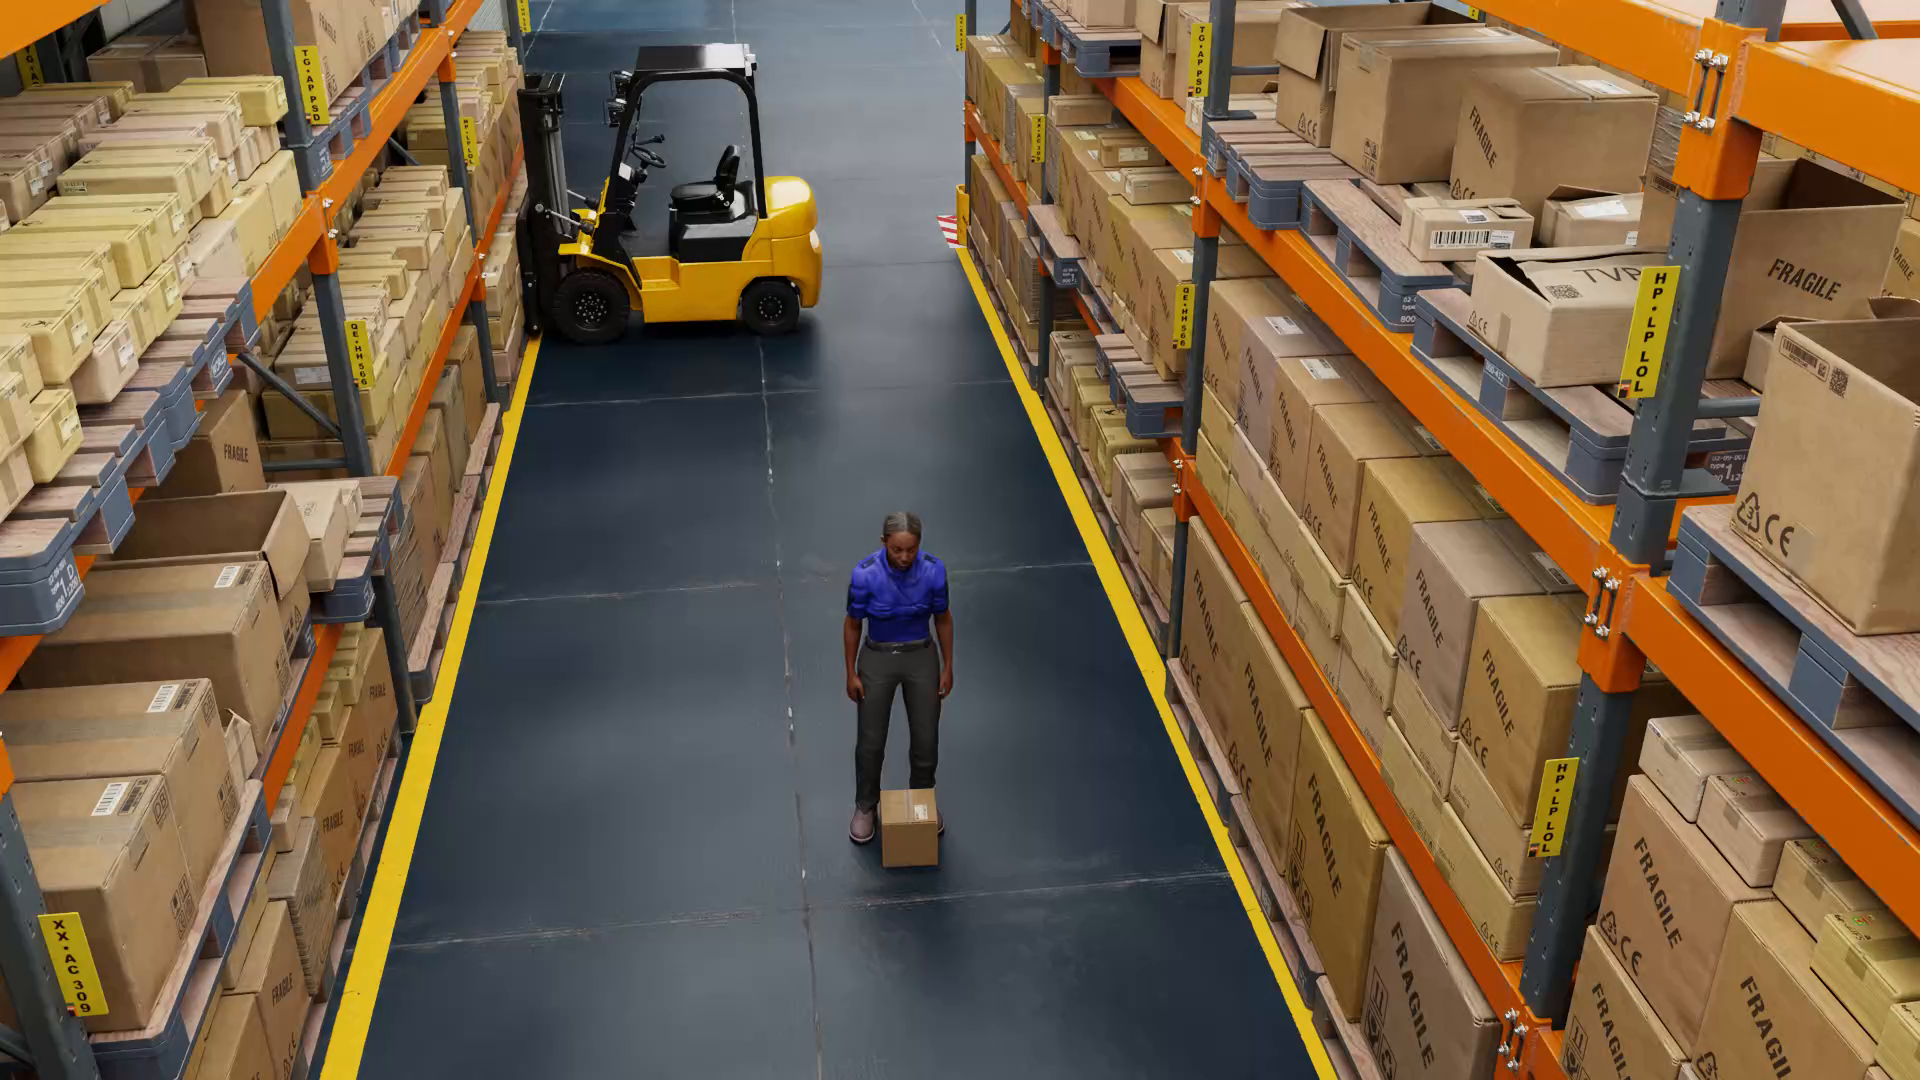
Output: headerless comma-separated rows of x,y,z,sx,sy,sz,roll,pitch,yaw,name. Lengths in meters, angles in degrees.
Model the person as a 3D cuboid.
-0.278,0.587,7.487,0.507,1.655,0.347,-4,28,-7,person
